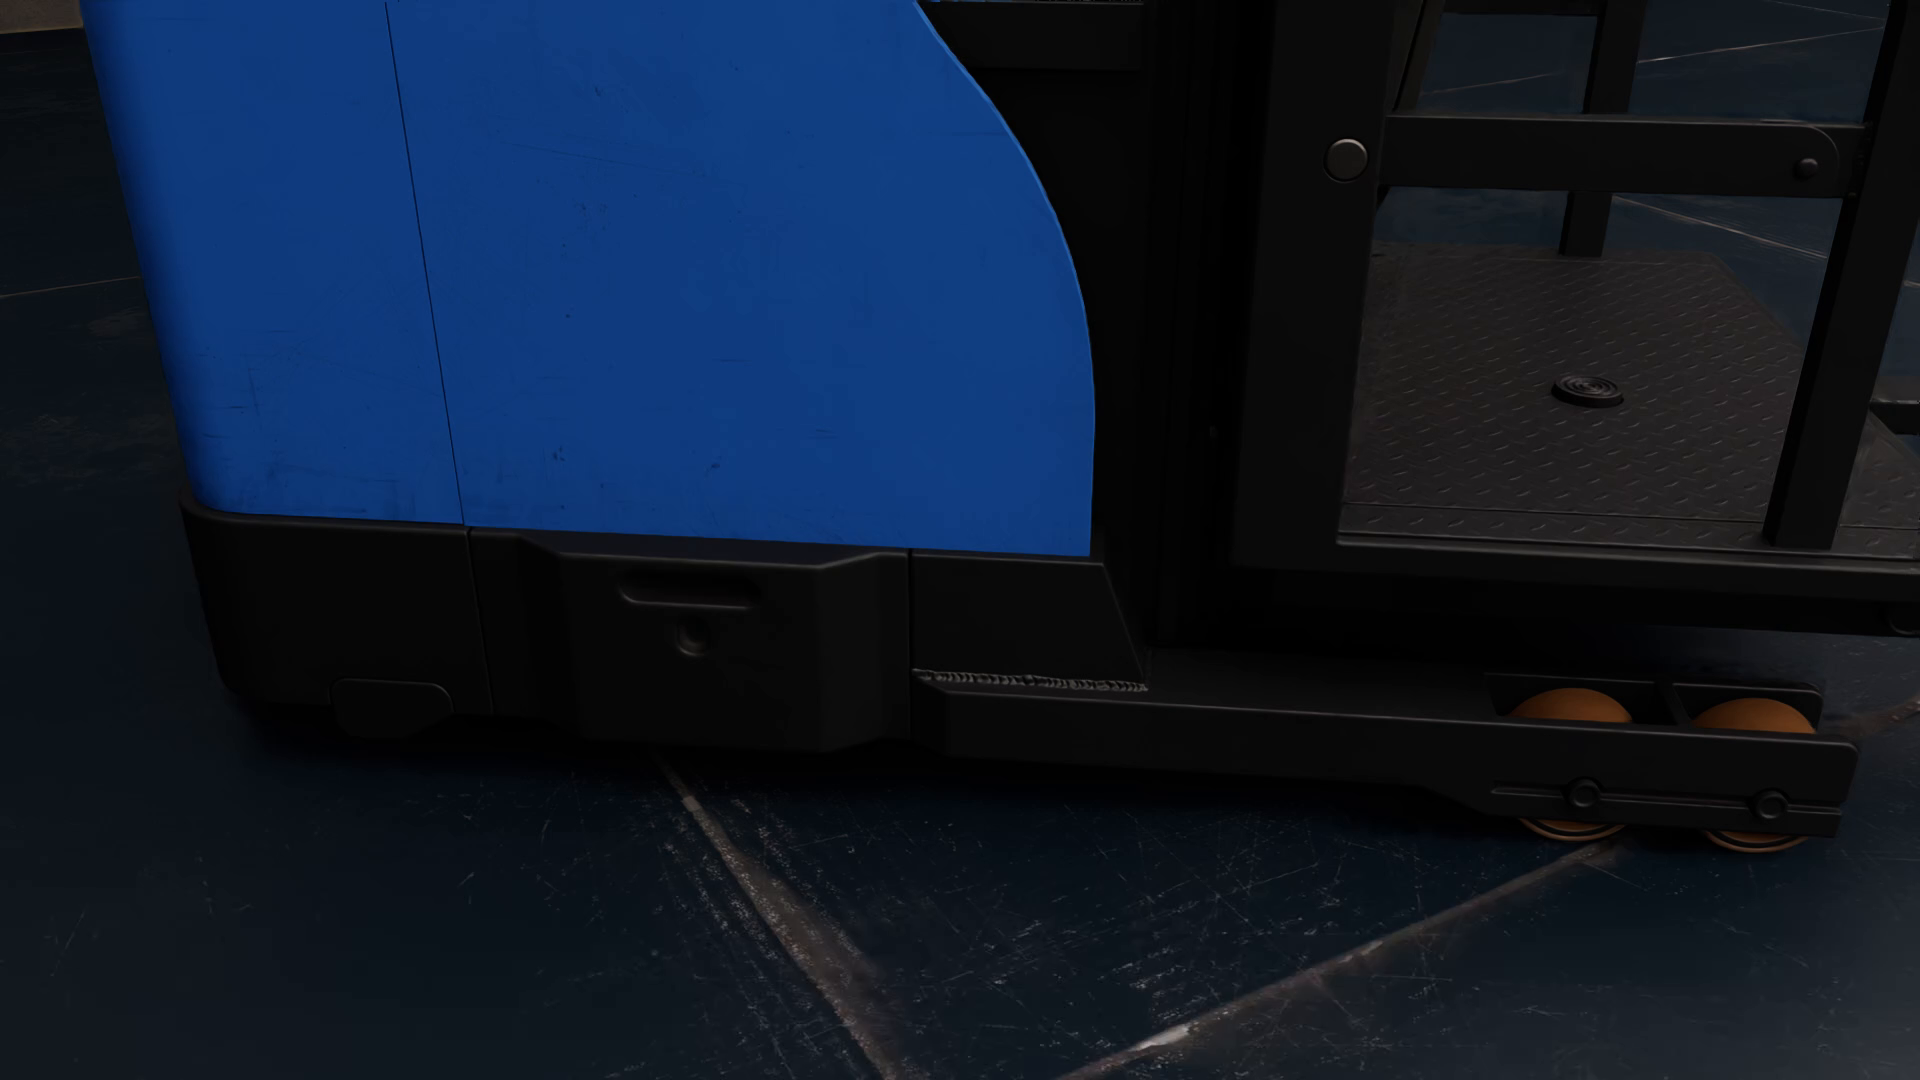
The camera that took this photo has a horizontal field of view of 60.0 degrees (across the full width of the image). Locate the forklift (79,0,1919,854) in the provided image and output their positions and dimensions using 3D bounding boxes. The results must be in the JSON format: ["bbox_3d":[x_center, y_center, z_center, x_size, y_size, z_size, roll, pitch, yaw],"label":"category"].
[{"bbox_3d":[0.644,-1.218,1.662,3.031,2.935,1.130,3,27,5],"label":"forklift"}]
